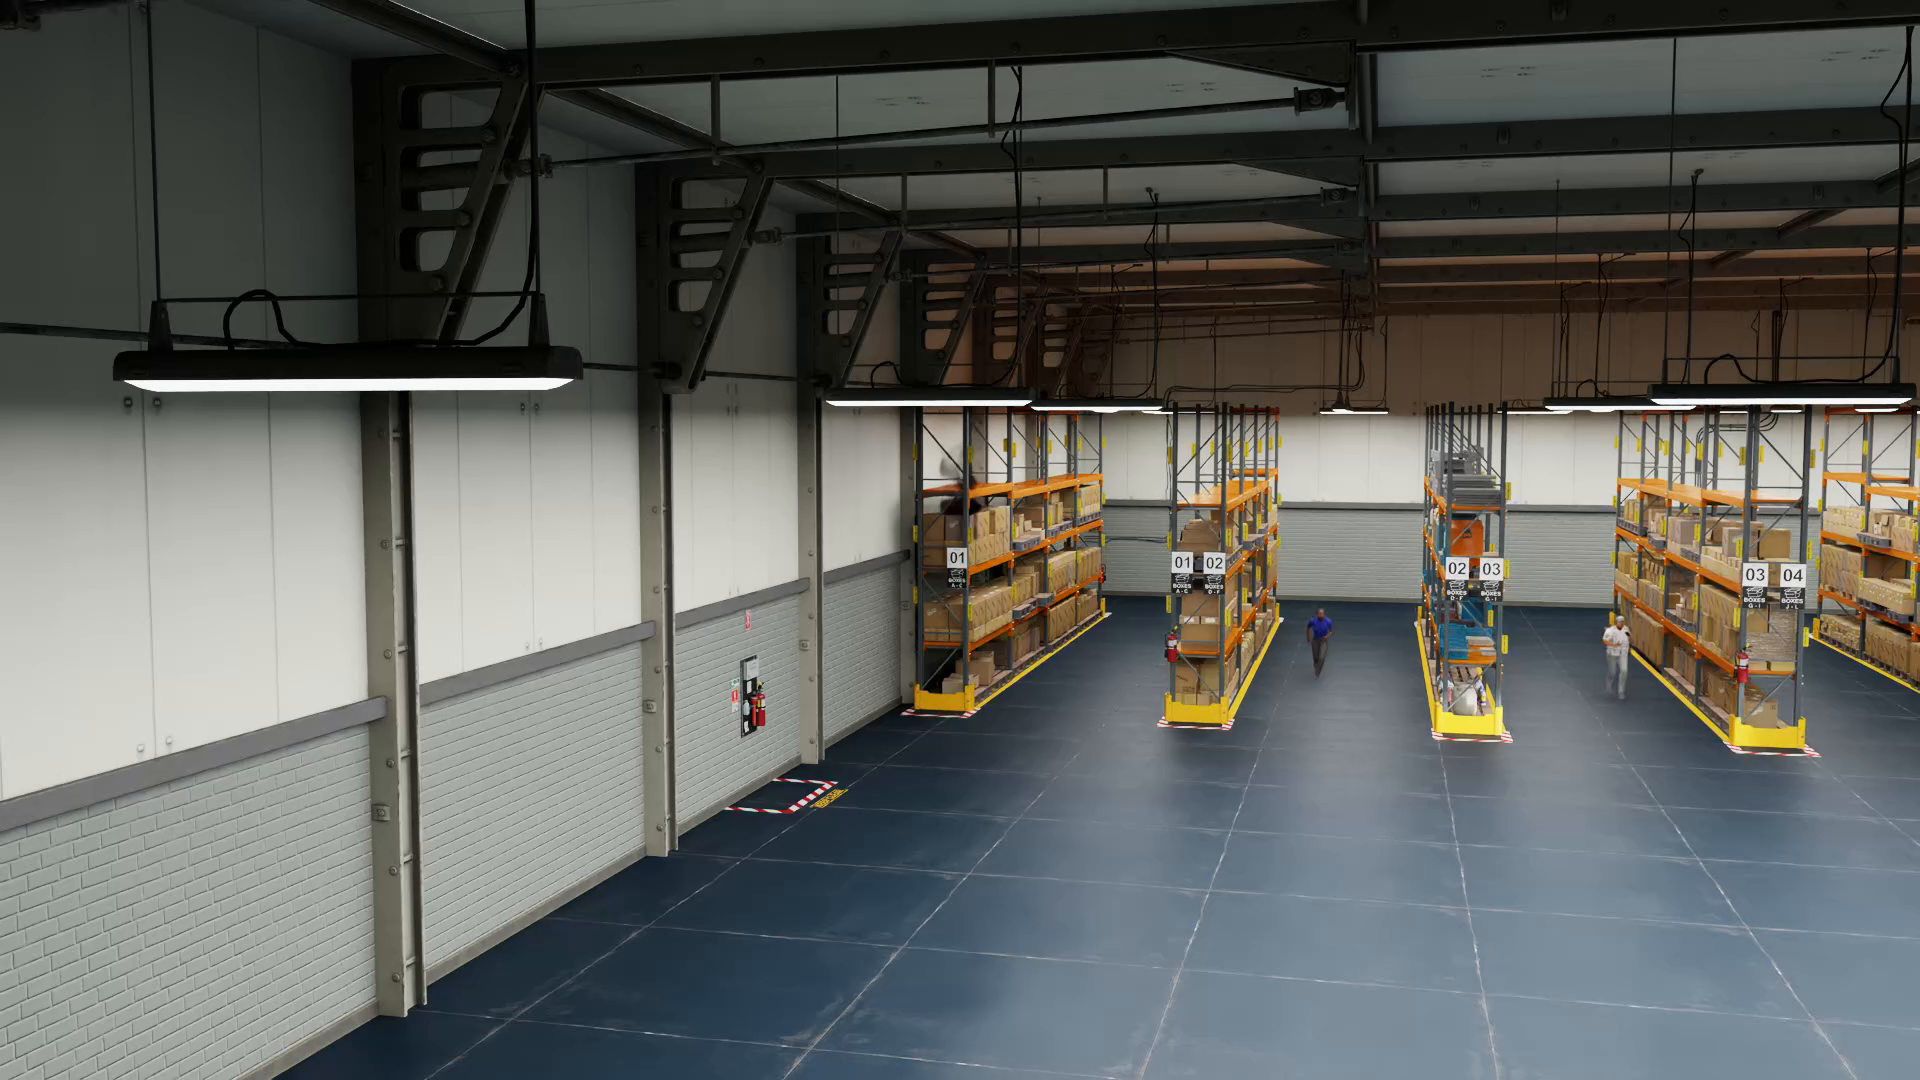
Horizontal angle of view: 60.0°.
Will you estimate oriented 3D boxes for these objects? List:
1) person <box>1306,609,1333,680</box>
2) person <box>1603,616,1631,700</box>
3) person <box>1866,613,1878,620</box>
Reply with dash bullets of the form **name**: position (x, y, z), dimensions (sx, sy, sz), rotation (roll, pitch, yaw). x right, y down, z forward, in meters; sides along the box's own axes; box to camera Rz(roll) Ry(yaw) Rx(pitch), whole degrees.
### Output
- **person**: position (7.868, 2.269, 36.383), dimensions (0.563, 1.588, 0.681), rotation (0, 4, 5)
- **person**: position (13.467, 2.390, 34.101), dimensions (0.628, 1.695, 0.936), rotation (0, 4, 3)
- **person**: position (24.240, 1.645, 44.315), dimensions (0.565, 1.628, 0.564), rotation (0, 4, 0)
